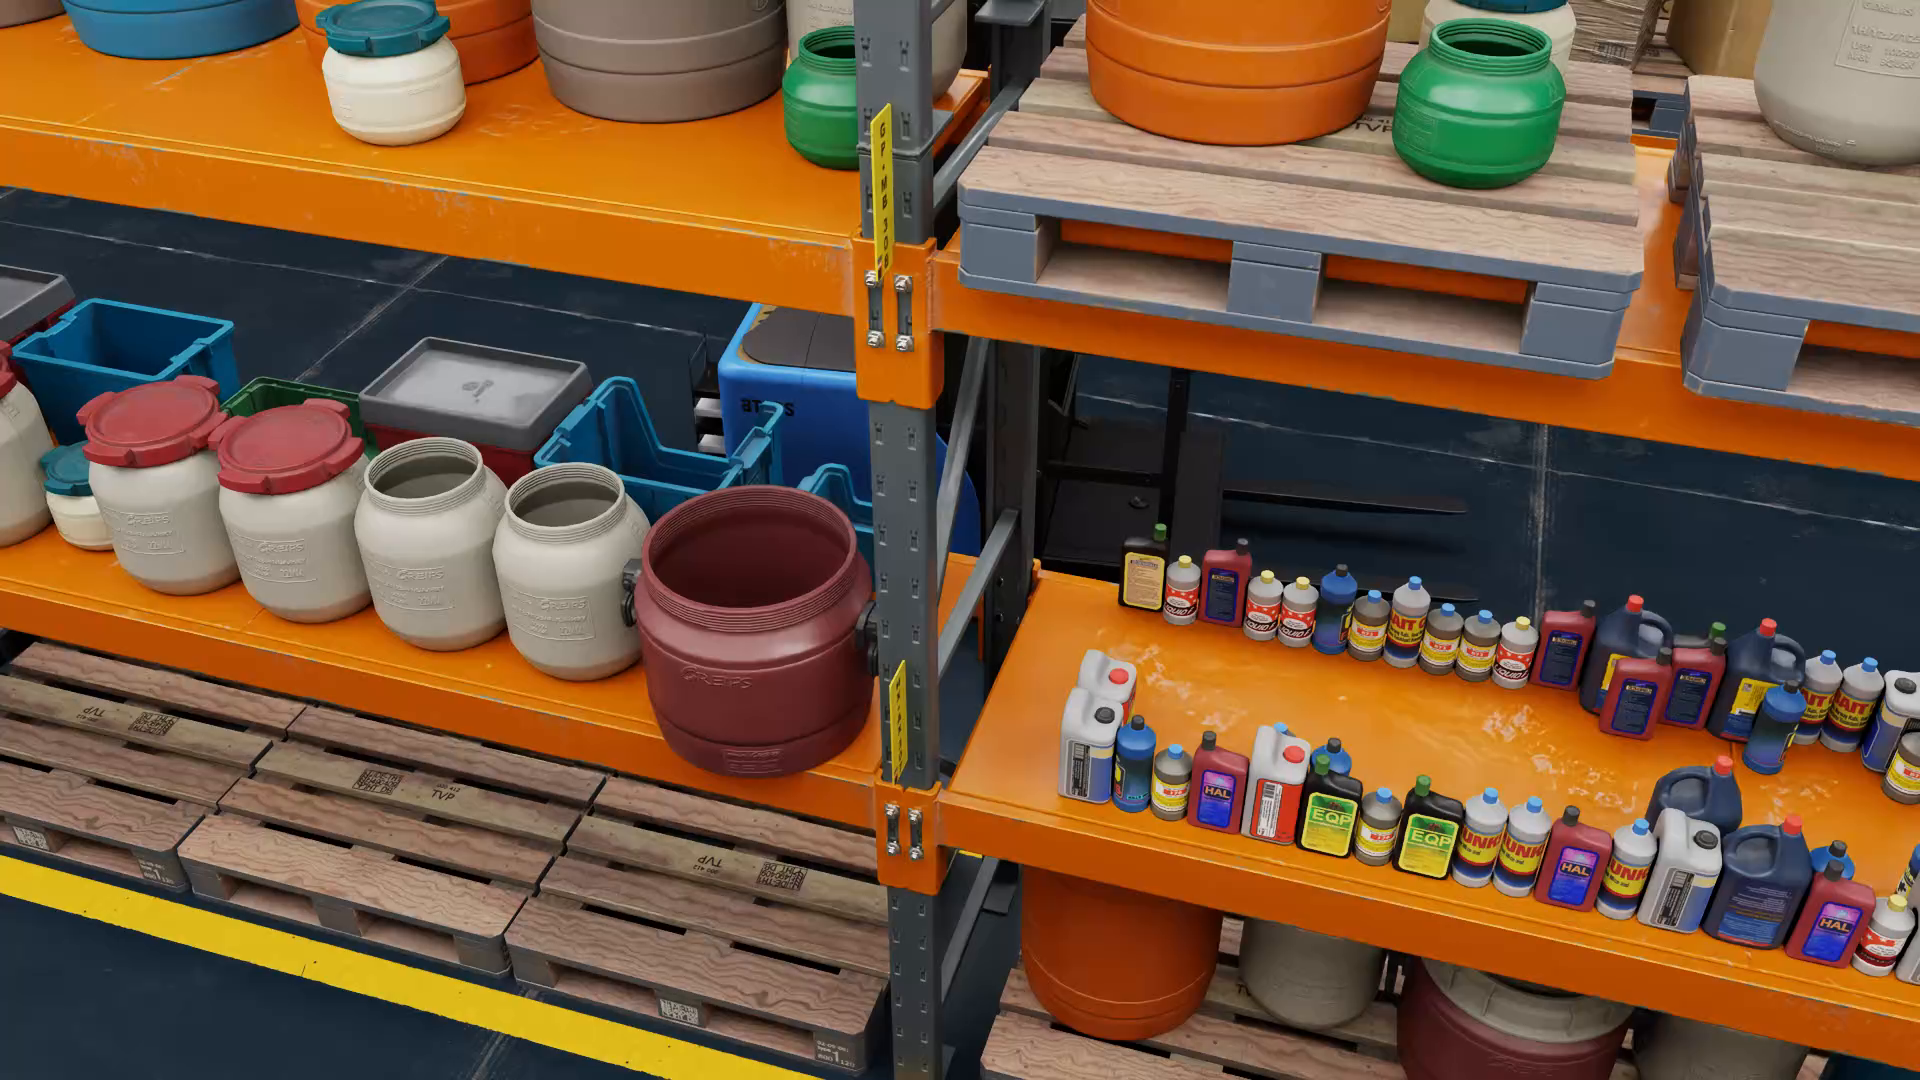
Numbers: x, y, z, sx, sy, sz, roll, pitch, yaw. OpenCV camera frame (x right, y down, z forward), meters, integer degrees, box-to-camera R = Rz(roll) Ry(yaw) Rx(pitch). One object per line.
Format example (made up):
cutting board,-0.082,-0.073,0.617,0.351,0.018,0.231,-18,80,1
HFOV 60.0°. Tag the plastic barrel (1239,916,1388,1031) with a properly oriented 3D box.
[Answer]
plastic barrel,1.048,1.153,4.898,0.421,0.512,0.421,0,36,0

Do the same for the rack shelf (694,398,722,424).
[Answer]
rack shelf,-0.990,-0.580,7.032,0.200,0.077,0.258,6,37,8

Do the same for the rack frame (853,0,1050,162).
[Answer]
rack frame,0.011,-2.222,2.678,0.127,3.000,1.000,10,38,14

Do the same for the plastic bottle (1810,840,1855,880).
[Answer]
plastic bottle,1.948,0.784,3.762,0.097,0.271,0.097,0,36,0

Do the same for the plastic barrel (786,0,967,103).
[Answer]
plastic barrel,-0.194,-1.287,3.844,0.421,0.512,0.421,0,36,0

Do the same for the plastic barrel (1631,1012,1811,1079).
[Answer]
plastic barrel,2.126,1.352,4.627,0.421,0.512,0.421,0,36,0

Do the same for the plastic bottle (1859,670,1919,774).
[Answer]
plastic bottle,2.395,0.449,4.214,0.135,0.276,0.152,10,38,14

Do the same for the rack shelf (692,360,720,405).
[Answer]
rack shelf,-0.990,-0.653,6.978,0.200,0.077,0.258,6,37,8

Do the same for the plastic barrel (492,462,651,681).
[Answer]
plastic barrel,-1.035,0.088,4.506,0.421,0.512,0.421,0,36,0

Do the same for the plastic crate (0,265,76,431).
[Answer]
plastic crate,-3.254,-0.626,5.517,0.583,0.464,0.402,10,38,14

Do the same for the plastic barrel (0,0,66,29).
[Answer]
plastic barrel,-2.633,-1.840,4.267,0.600,0.901,0.600,0,36,0

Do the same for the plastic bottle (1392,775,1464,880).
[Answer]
plastic bottle,1.104,0.672,3.904,0.133,0.283,0.061,10,38,14

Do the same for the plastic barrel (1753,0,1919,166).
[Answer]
plastic barrel,1.748,-1.010,3.092,0.433,0.535,0.433,0,36,0

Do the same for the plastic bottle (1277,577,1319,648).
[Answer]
plastic bottle,0.942,0.193,4.625,0.097,0.201,0.097,0,36,0

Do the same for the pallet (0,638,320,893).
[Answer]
pallet,-3.046,0.727,6.084,1.213,0.211,1.003,10,38,14

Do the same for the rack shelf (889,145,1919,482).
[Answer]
rack shelf,1.920,-0.371,3.300,4.000,0.370,1.077,10,38,14

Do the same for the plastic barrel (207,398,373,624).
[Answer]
plastic barrel,-1.846,-0.069,4.698,0.433,0.535,0.433,0,36,0

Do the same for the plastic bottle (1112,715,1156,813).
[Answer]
plastic bottle,0.430,0.541,4.093,0.097,0.271,0.097,0,36,0

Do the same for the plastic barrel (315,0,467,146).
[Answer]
plastic barrel,-1.273,-1.051,3.734,0.301,0.262,0.301,0,36,0

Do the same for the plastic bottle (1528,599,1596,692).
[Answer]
plastic bottle,1.615,0.273,4.447,0.133,0.283,0.061,10,38,14

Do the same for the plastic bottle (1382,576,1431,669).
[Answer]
plastic bottle,1.221,0.216,4.534,0.097,0.271,0.097,0,36,0

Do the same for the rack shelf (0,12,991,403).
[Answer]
rack shelf,-1.898,-1.078,4.260,4.000,0.370,1.077,10,38,14

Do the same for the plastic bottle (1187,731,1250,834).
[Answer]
plastic bottle,0.628,0.584,4.024,0.133,0.283,0.061,10,38,14

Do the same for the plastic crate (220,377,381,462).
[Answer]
plastic crate,-2.061,-0.280,5.278,0.662,0.188,0.450,10,38,14

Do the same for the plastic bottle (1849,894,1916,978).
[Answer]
plastic bottle,2.057,0.871,3.704,0.097,0.201,0.097,0,36,0

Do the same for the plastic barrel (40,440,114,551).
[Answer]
plastic barrel,-2.590,-0.137,5.022,0.301,0.262,0.301,0,36,0

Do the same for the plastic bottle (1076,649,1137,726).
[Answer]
plastic bottle,0.373,0.417,4.257,0.135,0.276,0.152,10,38,14

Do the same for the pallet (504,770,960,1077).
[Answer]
pallet,-0.717,1.158,5.499,1.213,0.211,1.003,10,38,14

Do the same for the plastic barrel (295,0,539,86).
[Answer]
plastic barrel,-1.333,-1.571,3.961,0.708,0.830,0.600,10,38,14

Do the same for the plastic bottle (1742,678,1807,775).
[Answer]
plastic bottle,2.064,0.462,4.201,0.097,0.271,0.097,0,36,0

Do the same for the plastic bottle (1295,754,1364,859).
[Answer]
plastic bottle,0.883,0.632,3.960,0.133,0.283,0.061,10,38,14

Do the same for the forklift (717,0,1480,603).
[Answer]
forklift,0.616,-1.116,6.293,3.031,2.935,1.130,6,37,8

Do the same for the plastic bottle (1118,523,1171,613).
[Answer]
plastic bottle,0.524,0.071,4.721,0.133,0.283,0.061,10,38,14

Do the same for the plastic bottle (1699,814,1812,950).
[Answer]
plastic bottle,1.802,0.749,3.744,0.185,0.351,0.144,10,38,14

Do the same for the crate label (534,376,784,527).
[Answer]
crate label,-0.857,-0.149,4.892,0.616,0.435,0.502,10,38,14

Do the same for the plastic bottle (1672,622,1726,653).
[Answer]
plastic bottle,1.919,0.329,4.371,0.133,0.283,0.061,10,38,14

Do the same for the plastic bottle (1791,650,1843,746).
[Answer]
plastic bottle,2.200,0.398,4.288,0.097,0.271,0.097,0,36,0

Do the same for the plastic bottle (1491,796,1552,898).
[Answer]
plastic bottle,1.312,0.704,3.871,0.097,0.271,0.097,0,36,0

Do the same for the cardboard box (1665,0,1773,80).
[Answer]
cardboard box,3.605,-2.388,7.525,0.500,0.500,0.700,2,36,2

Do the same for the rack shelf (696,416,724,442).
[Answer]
rack shelf,-0.990,-0.508,7.085,0.200,0.077,0.258,6,37,8

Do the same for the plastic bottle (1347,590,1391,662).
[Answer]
plastic bottle,1.128,0.227,4.578,0.097,0.201,0.097,0,36,0

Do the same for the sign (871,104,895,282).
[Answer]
sign,-0.147,-0.659,3.173,0.005,0.325,0.100,10,38,14

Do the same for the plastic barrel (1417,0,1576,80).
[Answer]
plastic barrel,1.078,-1.021,3.339,0.301,0.262,0.301,0,36,0

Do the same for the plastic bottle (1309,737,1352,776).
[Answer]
plastic bottle,0.890,0.588,4.029,0.097,0.271,0.097,0,36,0

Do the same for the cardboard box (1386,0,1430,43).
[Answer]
cardboard box,2.126,-2.770,8.044,0.500,0.500,0.700,-1,36,-2

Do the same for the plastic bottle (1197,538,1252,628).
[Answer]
plastic bottle,0.744,0.112,4.666,0.133,0.283,0.061,10,38,14

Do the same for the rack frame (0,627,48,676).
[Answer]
rack frame,-3.807,-0.513,5.417,0.127,3.000,1.000,10,38,14

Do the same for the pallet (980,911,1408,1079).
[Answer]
pallet,0.776,1.433,5.125,1.213,0.211,1.003,10,38,14

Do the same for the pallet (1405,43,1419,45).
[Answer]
pallet,2.159,-2.451,8.211,1.003,0.211,1.213,10,38,14

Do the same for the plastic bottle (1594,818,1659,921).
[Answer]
plastic bottle,1.532,0.745,3.816,0.097,0.271,0.097,0,36,0

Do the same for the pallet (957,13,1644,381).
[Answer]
pallet,0.712,-0.748,3.364,1.213,0.211,1.003,10,38,14

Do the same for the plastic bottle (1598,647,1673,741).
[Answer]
plastic bottle,1.749,0.387,4.292,0.133,0.283,0.061,10,38,14

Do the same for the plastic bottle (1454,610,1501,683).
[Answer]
plastic bottle,1.407,0.279,4.508,0.097,0.201,0.097,0,36,0

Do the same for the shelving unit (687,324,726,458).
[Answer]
shelving unit,-0.990,-0.462,7.119,0.210,0.900,0.258,6,37,8
